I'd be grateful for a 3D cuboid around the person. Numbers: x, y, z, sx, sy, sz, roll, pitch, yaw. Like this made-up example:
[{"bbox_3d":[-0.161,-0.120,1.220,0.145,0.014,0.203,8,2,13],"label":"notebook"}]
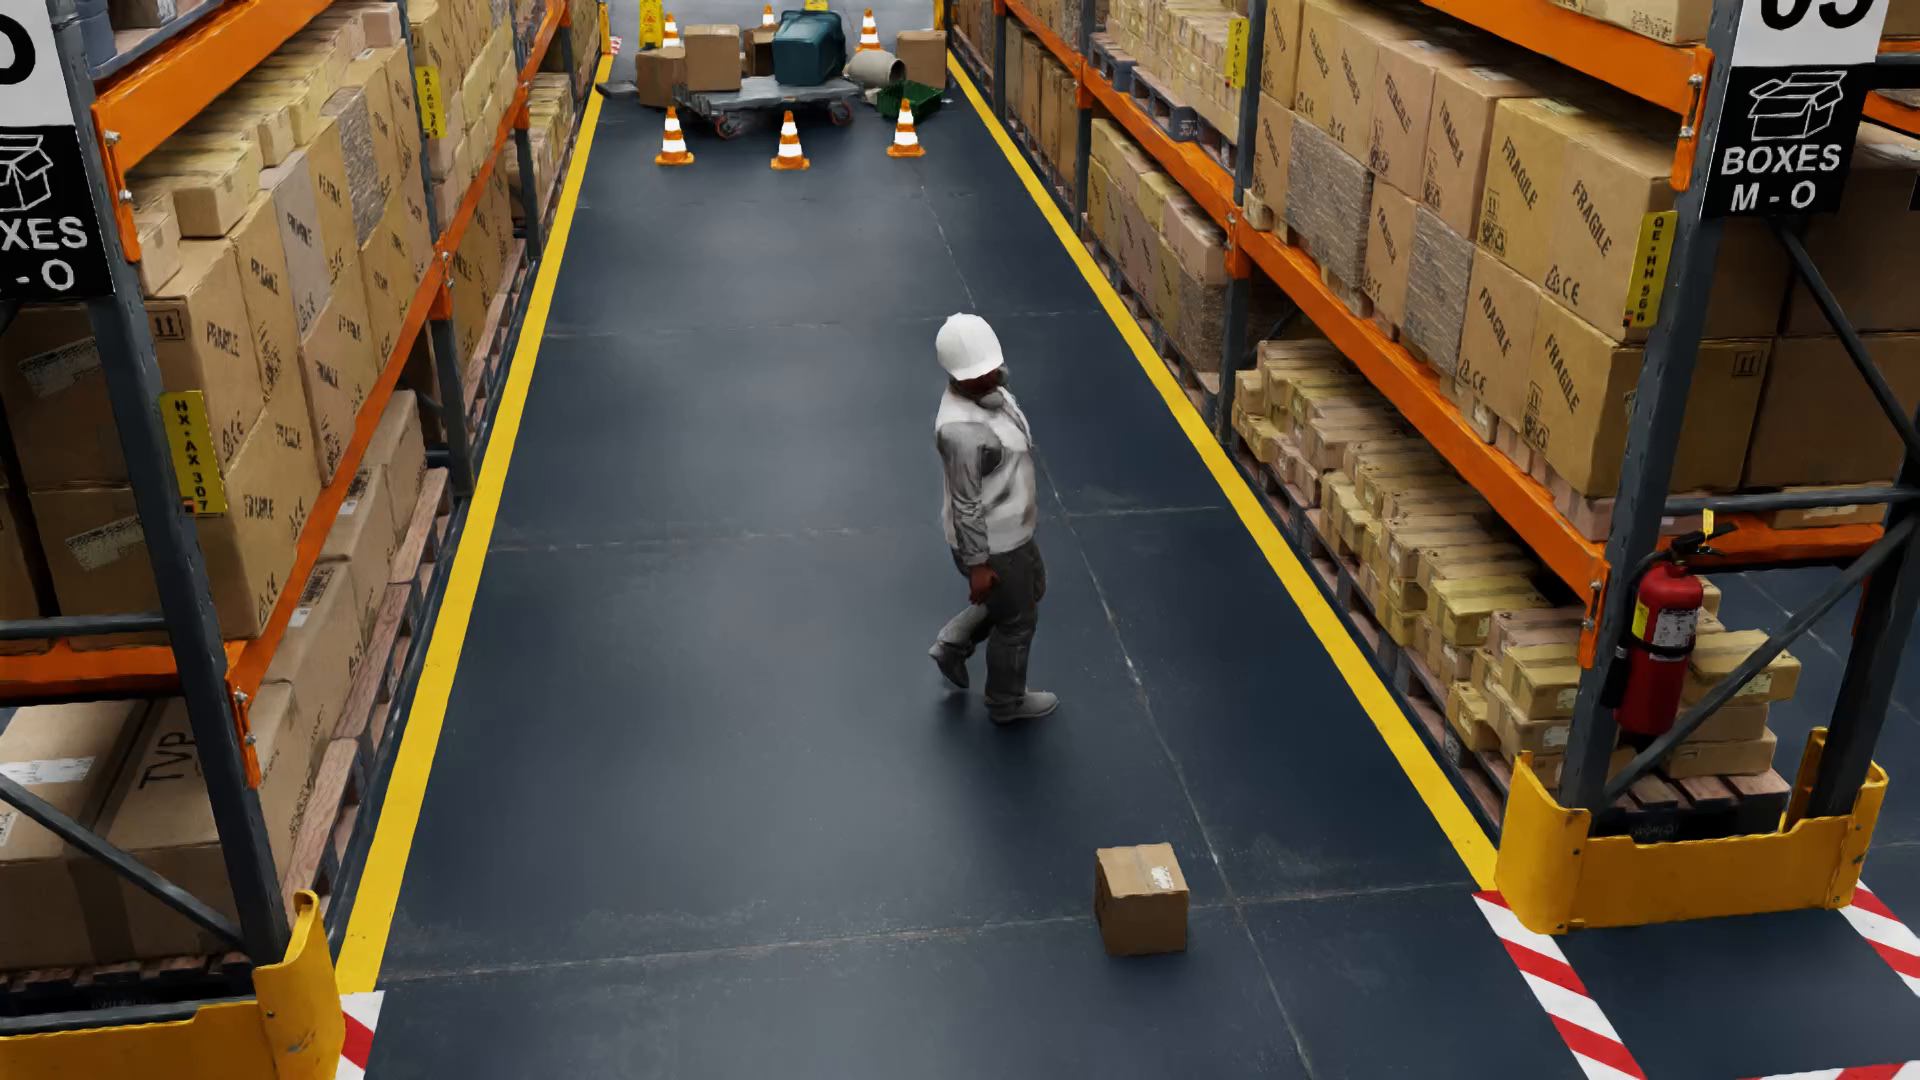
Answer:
[{"bbox_3d":[0.143,-0.042,6.206,0.525,1.748,0.587,-1,27,-3],"label":"person"}]
